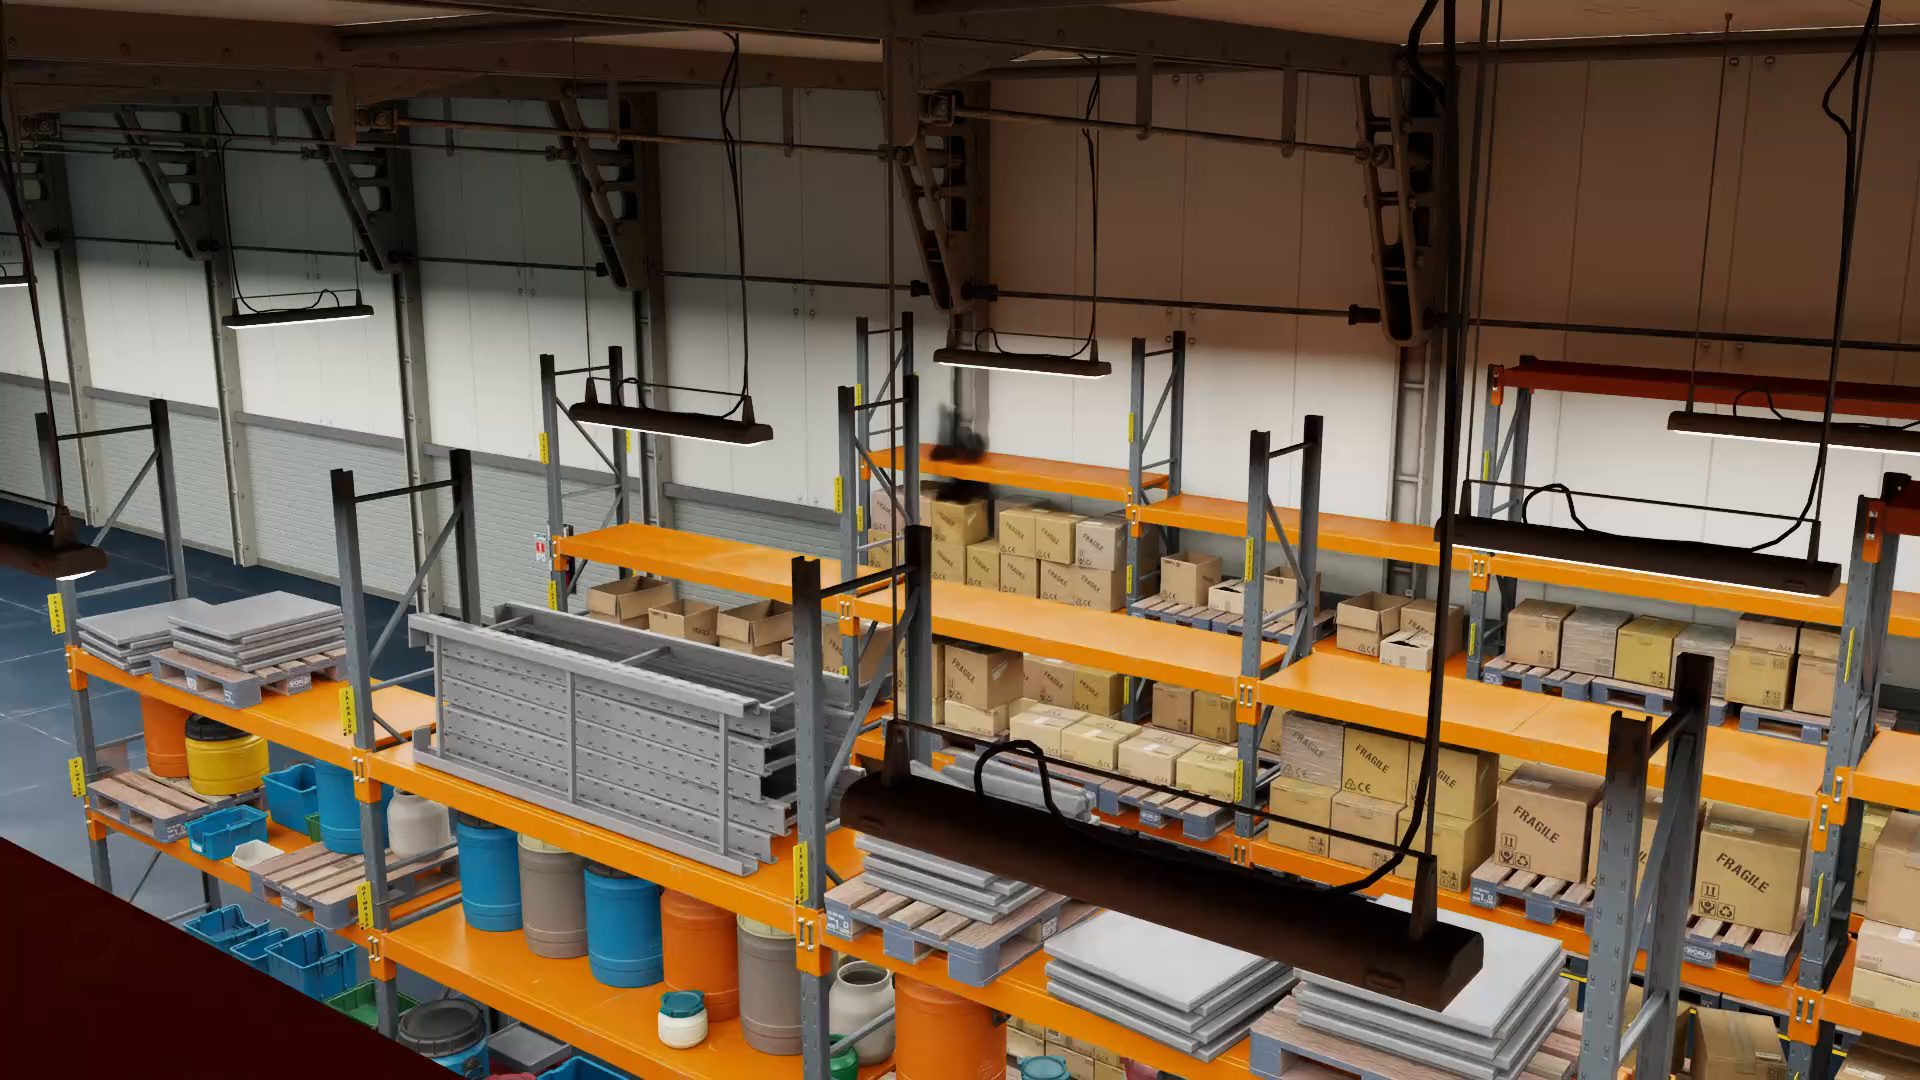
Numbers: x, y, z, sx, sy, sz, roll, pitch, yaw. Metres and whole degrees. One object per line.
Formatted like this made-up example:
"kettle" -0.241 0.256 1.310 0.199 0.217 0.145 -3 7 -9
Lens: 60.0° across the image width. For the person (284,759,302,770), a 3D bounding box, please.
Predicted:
"person" -7.109 3.130 18.225 0.748 1.593 0.569 -9 16 -35
